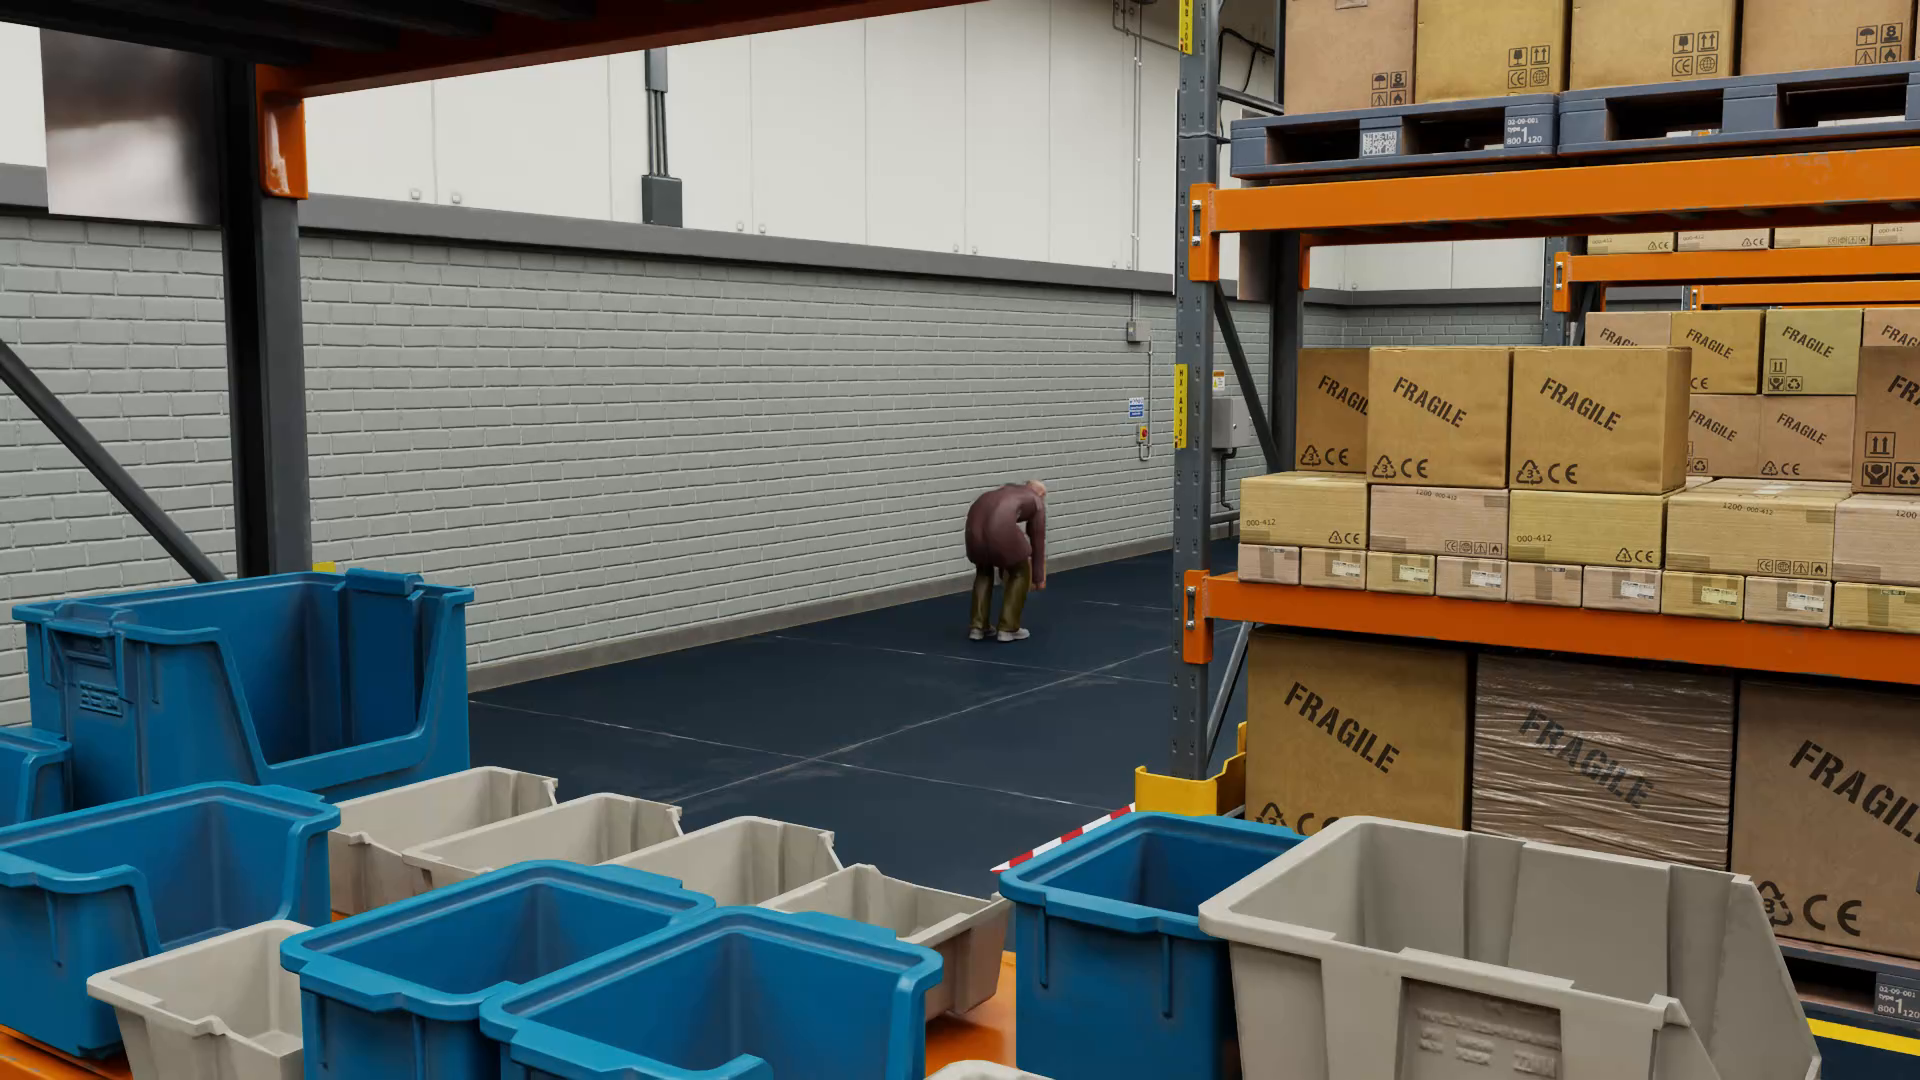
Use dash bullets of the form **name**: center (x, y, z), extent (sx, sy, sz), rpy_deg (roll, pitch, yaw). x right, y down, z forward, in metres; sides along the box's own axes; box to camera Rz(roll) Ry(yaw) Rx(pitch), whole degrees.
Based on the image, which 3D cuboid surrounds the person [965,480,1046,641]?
- **person**: center (0.403, 0.155, 13.013), extent (0.559, 1.203, 0.939), rpy_deg (4, 7, 32)
